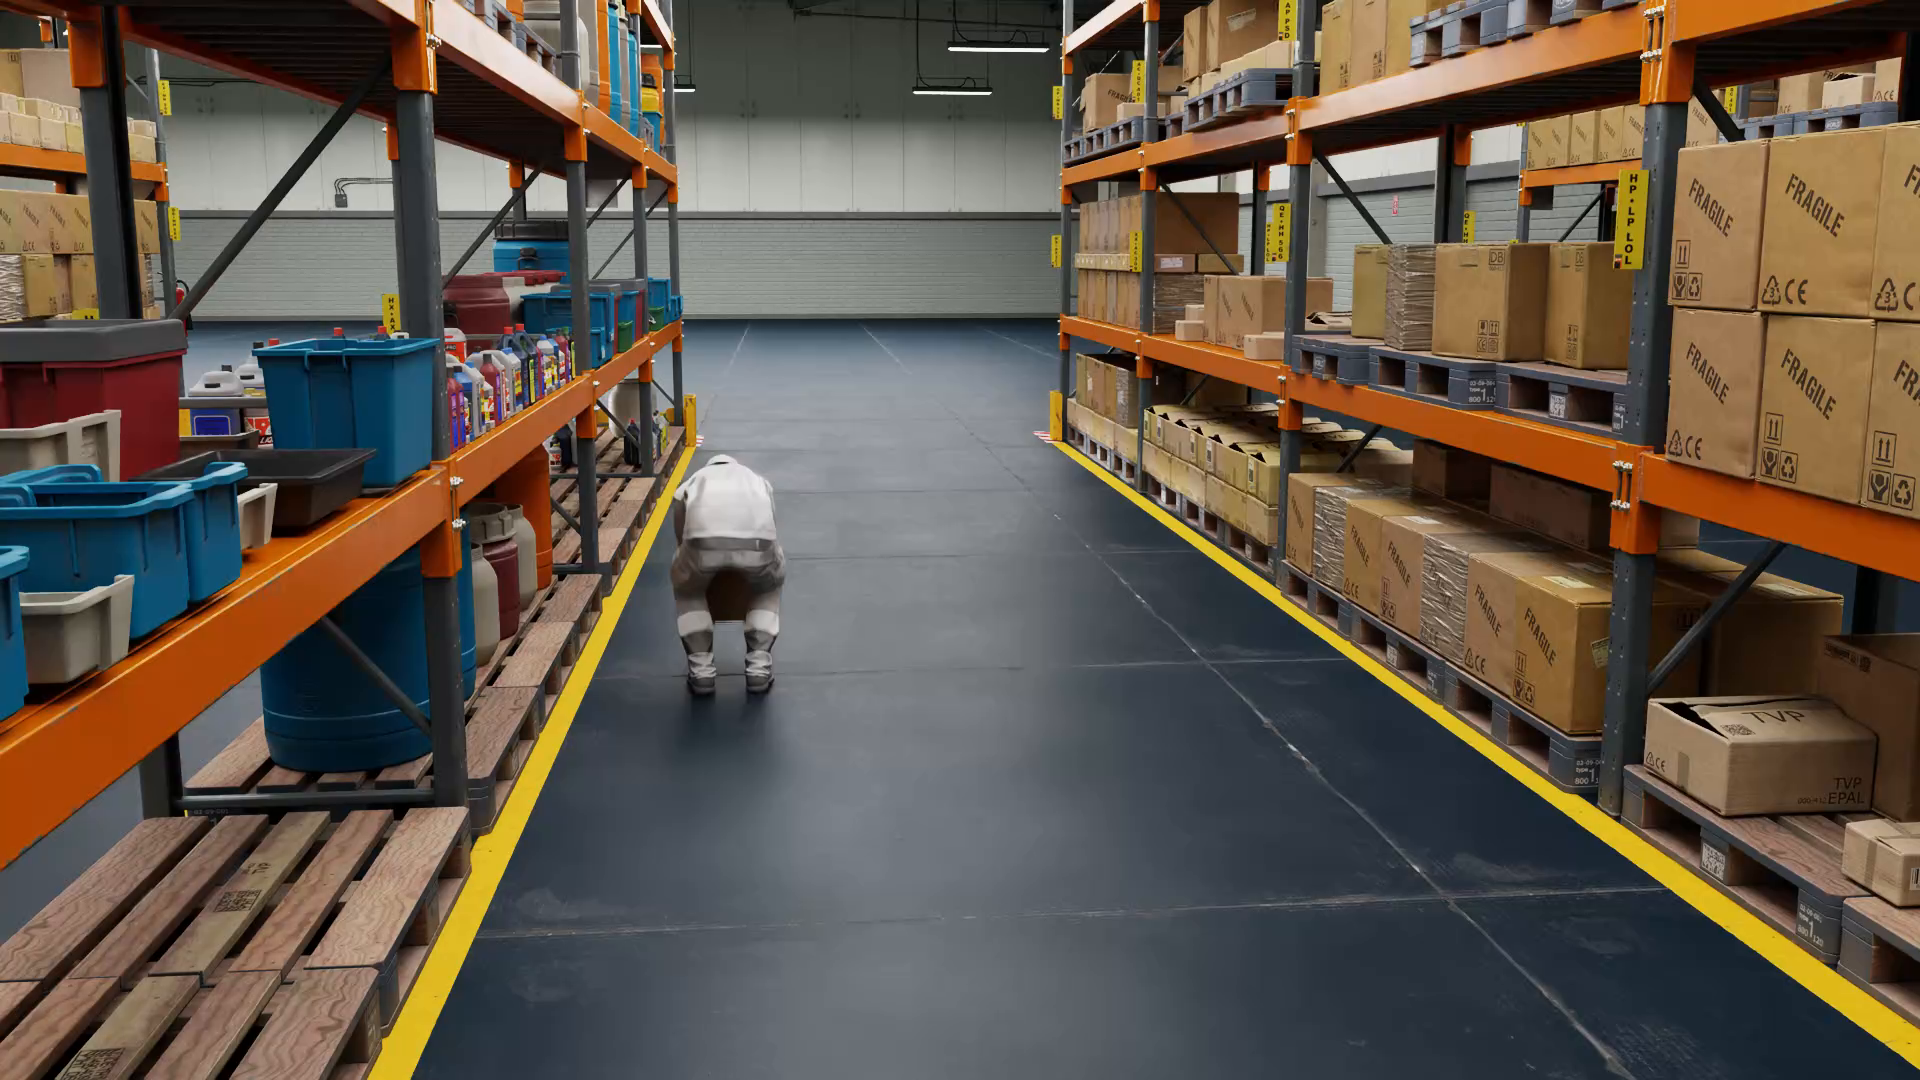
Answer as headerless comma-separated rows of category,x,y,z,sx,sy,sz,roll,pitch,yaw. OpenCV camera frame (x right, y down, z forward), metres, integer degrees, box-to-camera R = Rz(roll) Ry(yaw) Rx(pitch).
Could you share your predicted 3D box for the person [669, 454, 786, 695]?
person,-1.083,0.149,7.738,0.535,1.011,0.958,-2,10,-9
